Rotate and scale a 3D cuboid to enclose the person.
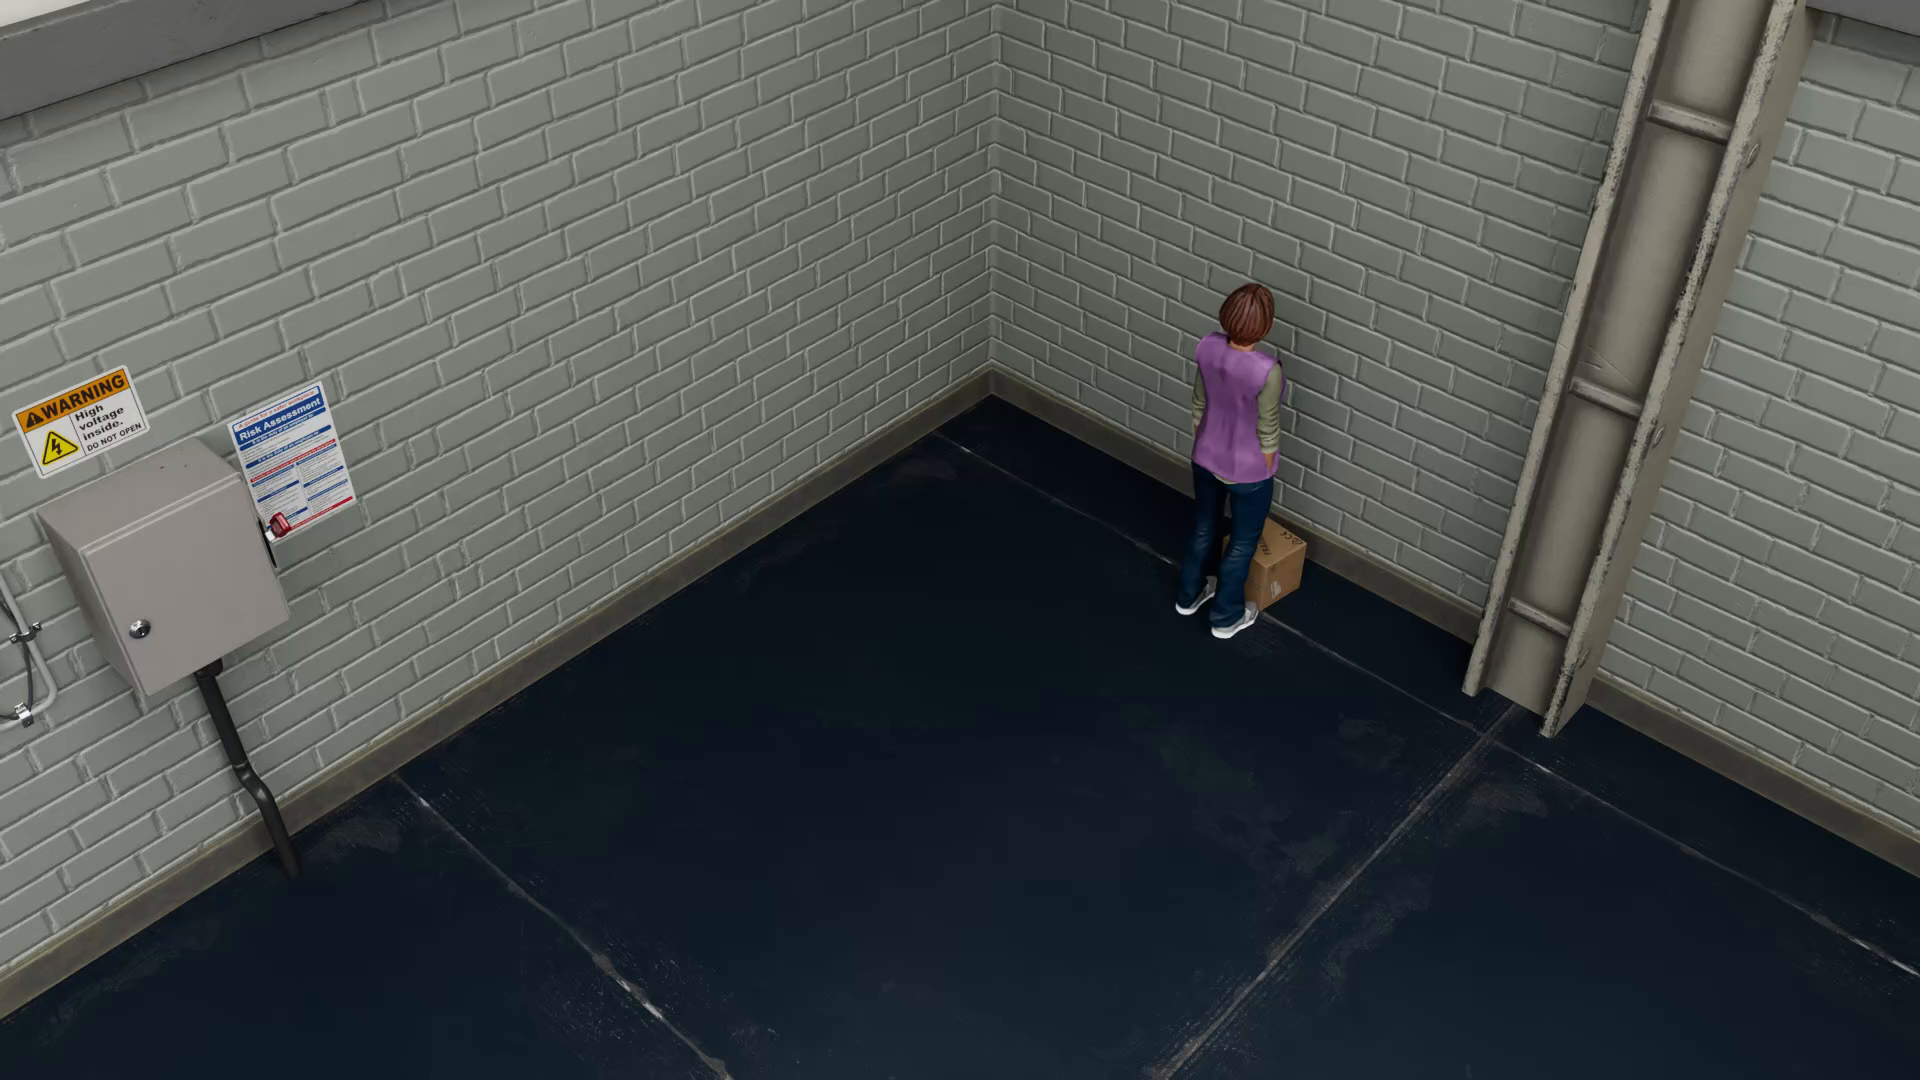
[{"bbox_3d":[1.062,-0.309,6.535,0.406,1.596,0.310,32,49,32],"label":"person"}]
